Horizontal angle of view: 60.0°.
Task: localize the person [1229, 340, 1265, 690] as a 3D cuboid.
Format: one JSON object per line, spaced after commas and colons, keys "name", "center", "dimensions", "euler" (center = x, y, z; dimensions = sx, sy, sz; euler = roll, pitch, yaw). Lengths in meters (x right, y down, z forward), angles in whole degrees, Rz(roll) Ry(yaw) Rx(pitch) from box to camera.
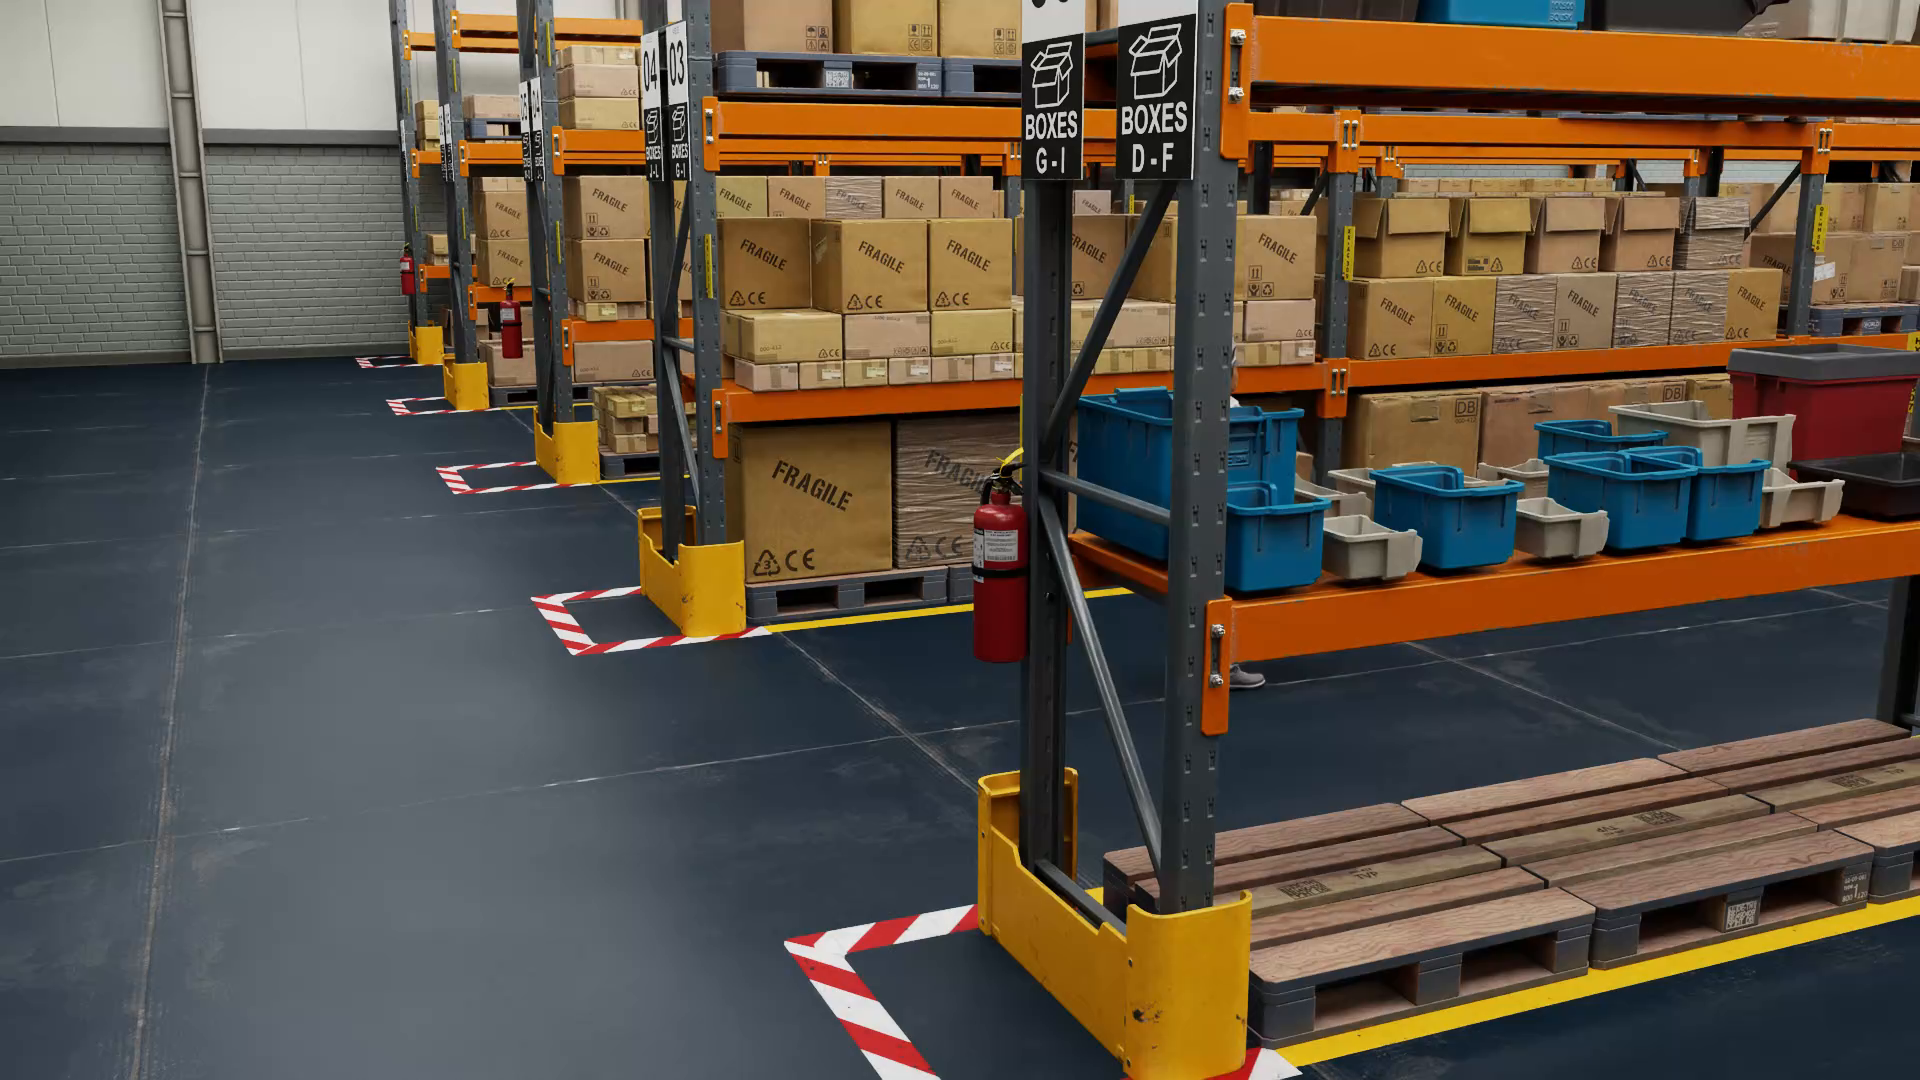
{"name": "person", "center": [1.336, -0.135, 8.028], "dimensions": [0.564, 1.686, 0.460], "euler": [-5, 13, -23]}
